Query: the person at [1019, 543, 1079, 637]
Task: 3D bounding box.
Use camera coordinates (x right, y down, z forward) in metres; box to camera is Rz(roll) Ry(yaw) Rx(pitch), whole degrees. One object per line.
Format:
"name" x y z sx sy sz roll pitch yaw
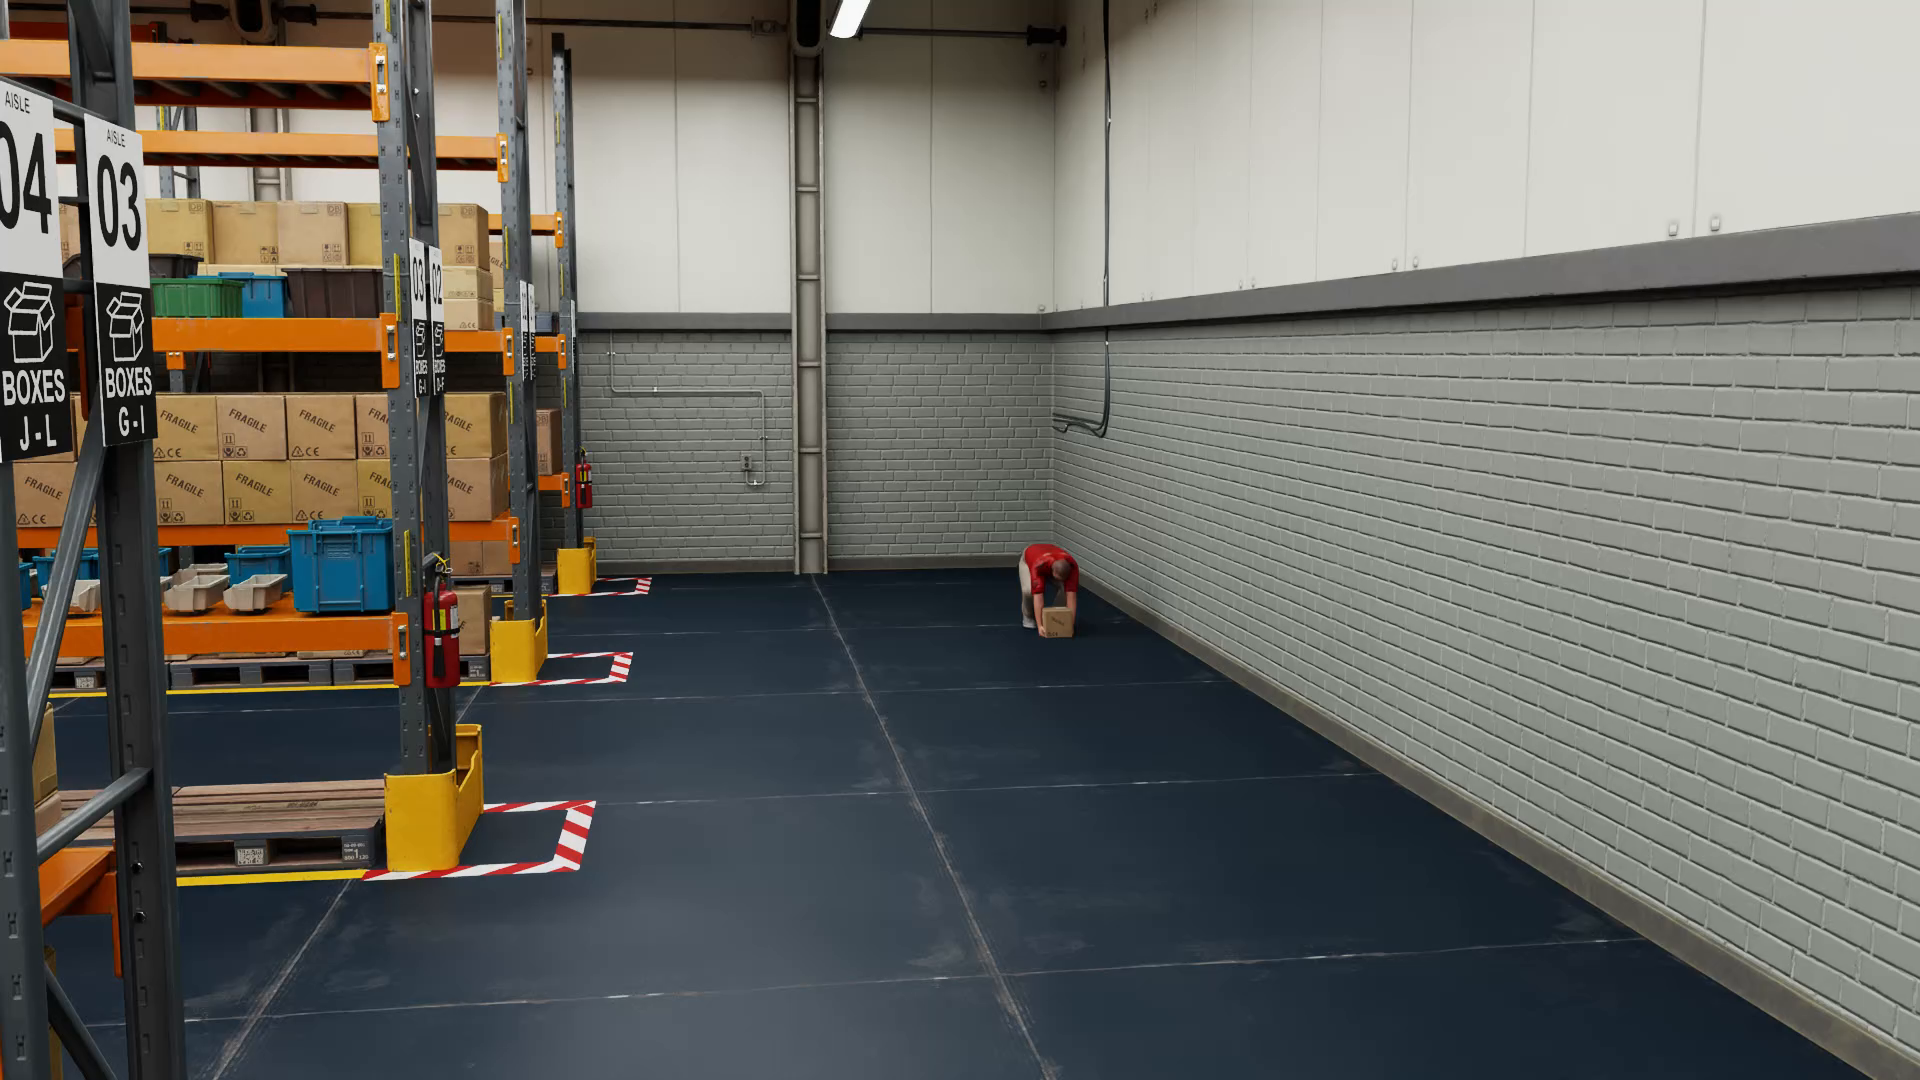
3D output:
"person" 0.854 0.462 15.849 0.540 0.836 0.957 -1 7 -11
